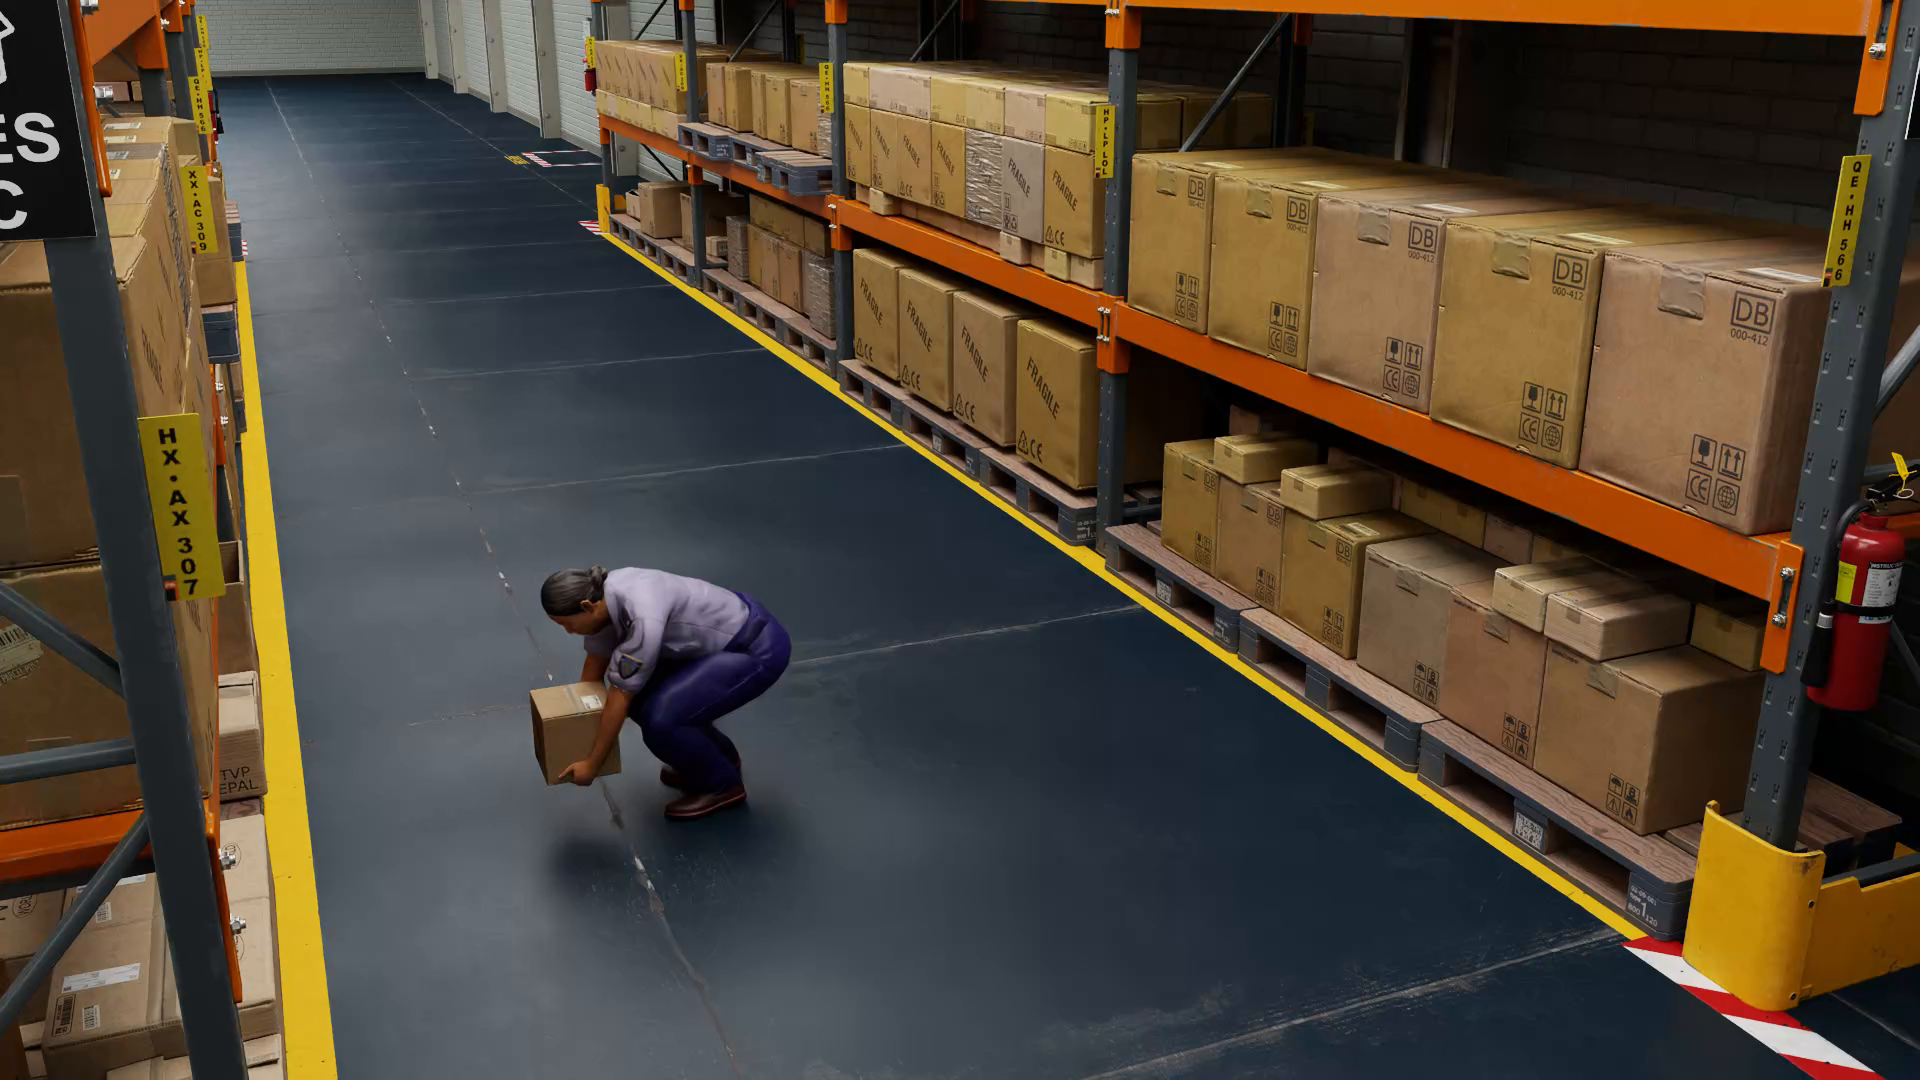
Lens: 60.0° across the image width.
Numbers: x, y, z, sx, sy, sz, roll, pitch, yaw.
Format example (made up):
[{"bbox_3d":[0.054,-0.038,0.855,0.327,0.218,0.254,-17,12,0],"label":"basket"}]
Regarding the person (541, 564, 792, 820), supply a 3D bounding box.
[{"bbox_3d":[-1.015,0.482,5.791,0.856,0.938,0.502,-9,21,-24],"label":"person"}]
